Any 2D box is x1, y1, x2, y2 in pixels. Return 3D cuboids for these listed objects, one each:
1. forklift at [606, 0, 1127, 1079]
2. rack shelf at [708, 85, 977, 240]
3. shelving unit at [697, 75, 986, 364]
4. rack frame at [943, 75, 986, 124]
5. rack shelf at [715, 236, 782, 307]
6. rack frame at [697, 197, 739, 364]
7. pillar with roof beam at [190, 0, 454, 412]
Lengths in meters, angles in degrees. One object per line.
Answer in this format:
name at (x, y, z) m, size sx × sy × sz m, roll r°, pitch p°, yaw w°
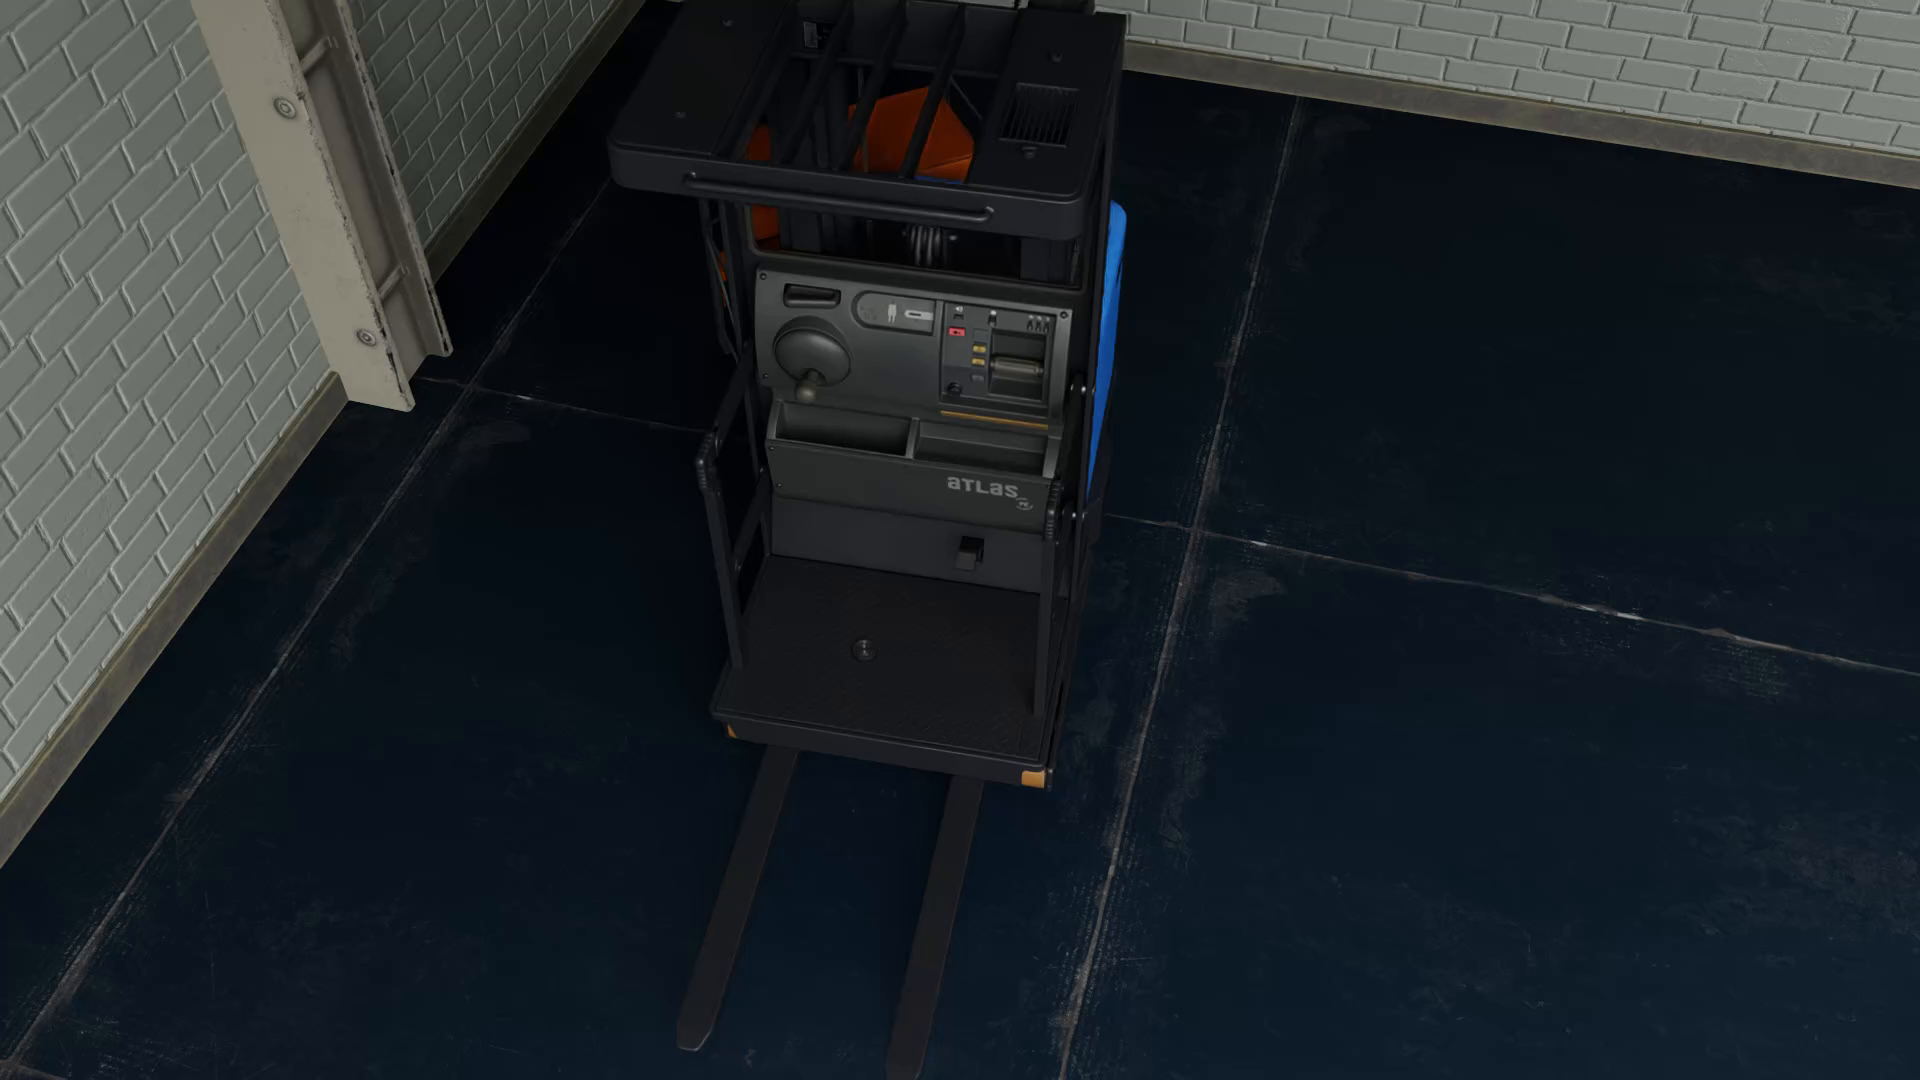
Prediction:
forklift at (-0.181, -0.458, 4.699) m, size 1.130 × 2.935 × 3.031 m, roll 8°, pitch 49°, yaw 7°
rack shelf at (-0.442, -1.398, 6.343) m, size 1.000 × 0.278 × 0.538 m, roll -18°, pitch 51°, yaw -15°
shelving unit at (-0.442, -1.205, 6.563) m, size 1.048 × 1.125 × 0.538 m, roll -18°, pitch 51°, yaw -15°
rack frame at (0.026, -1.354, 6.694) m, size 0.032 × 1.125 × 0.500 m, roll -18°, pitch 51°, yaw -15°
rack shelf at (-0.442, -1.043, 6.746) m, size 1.000 × 0.278 × 0.538 m, roll -18°, pitch 51°, yaw -15°
rack frame at (-0.910, -1.056, 6.431) m, size 0.032 × 1.125 × 0.500 m, roll -18°, pitch 51°, yaw -15°
pillar with roof beam at (1.837, -2.818, 2.735) m, size 9.100 × 9.000 × 0.400 m, roll 12°, pitch 50°, yaw 10°
